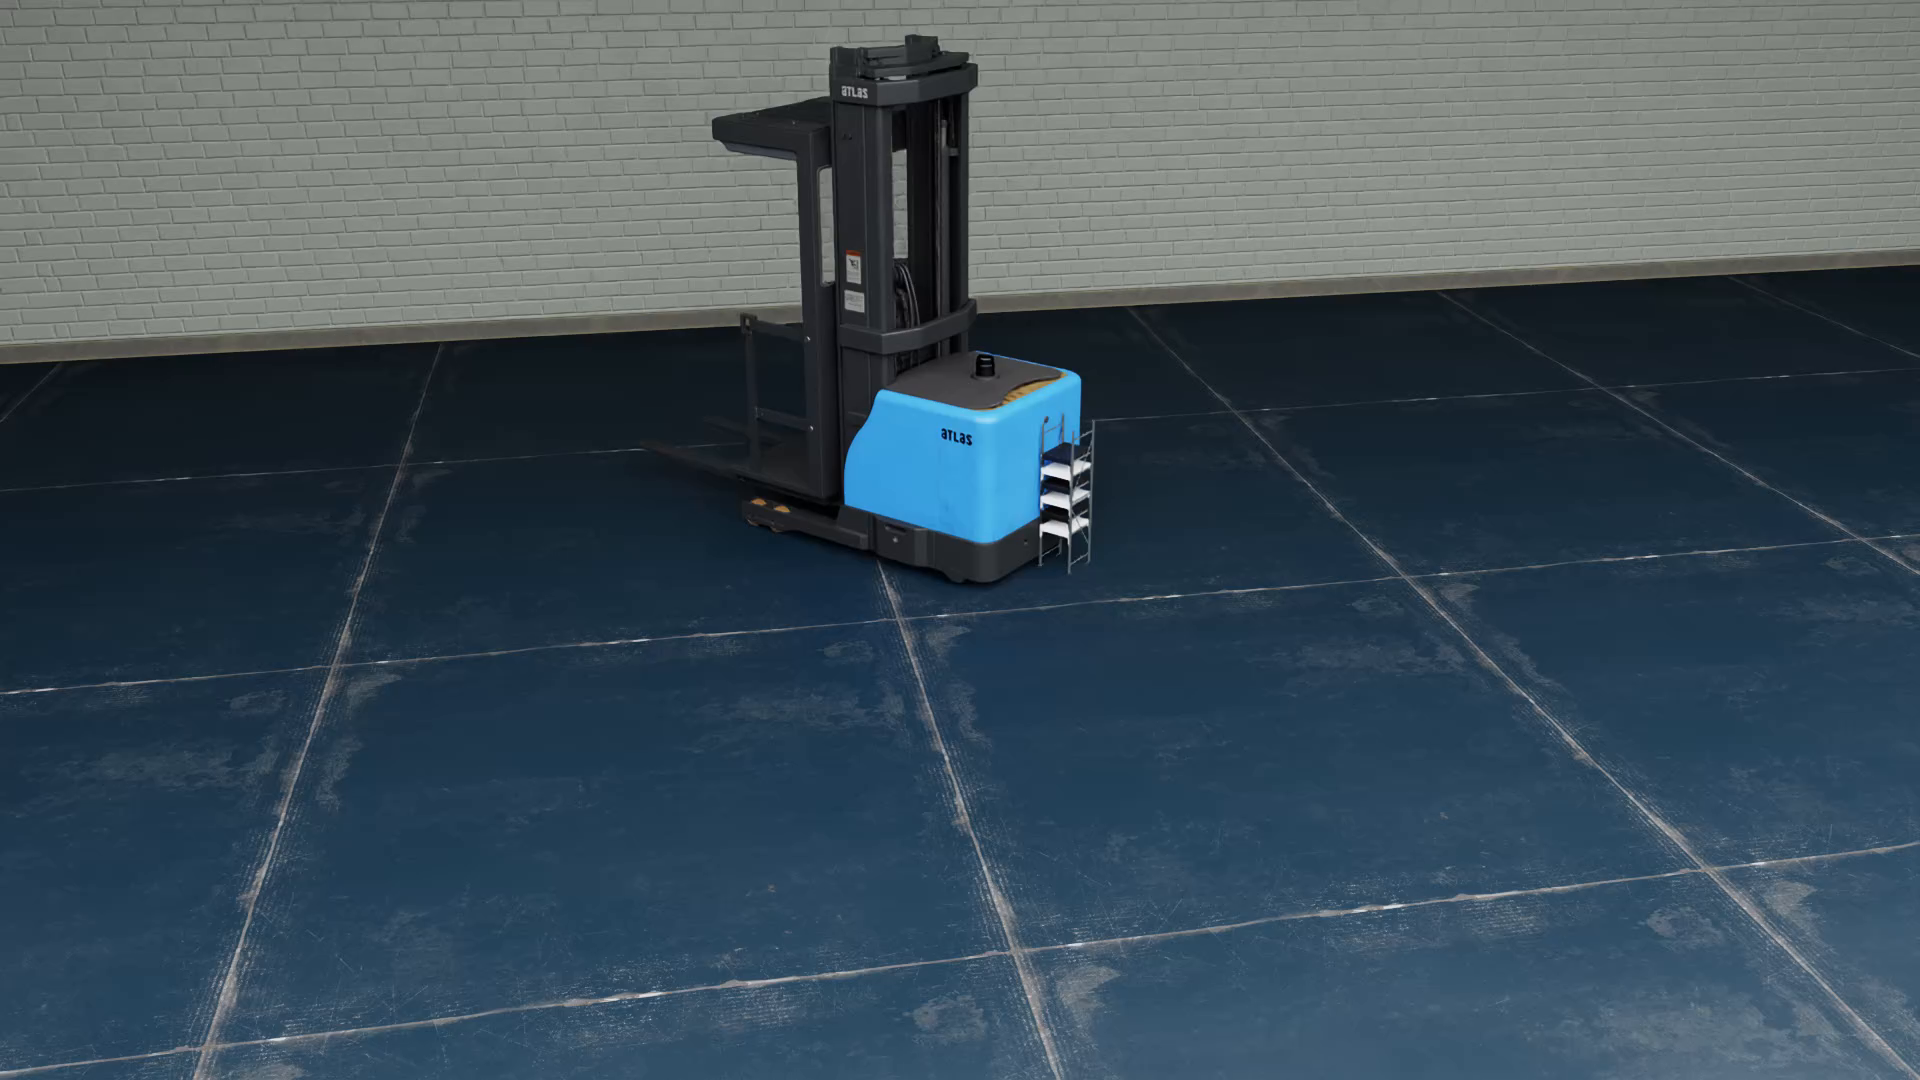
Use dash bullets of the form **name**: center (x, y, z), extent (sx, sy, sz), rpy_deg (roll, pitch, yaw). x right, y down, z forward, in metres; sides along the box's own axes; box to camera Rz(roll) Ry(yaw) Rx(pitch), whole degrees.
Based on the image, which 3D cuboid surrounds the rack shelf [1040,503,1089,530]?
- **rack shelf**: center (0.624, -0.154, 9.787), extent (0.200, 0.077, 0.258), rpy_deg (16, 28, 32)

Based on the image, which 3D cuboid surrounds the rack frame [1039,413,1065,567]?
- **rack frame**: center (0.541, -0.291, 9.792), extent (0.006, 0.900, 0.240), rpy_deg (16, 28, 32)

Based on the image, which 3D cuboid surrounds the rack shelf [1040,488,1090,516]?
- **rack shelf**: center (0.624, -0.237, 9.751), extent (0.200, 0.077, 0.258), rpy_deg (16, 28, 32)

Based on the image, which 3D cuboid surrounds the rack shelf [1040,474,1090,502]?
- **rack shelf**: center (0.624, -0.319, 9.715), extent (0.200, 0.077, 0.258), rpy_deg (16, 28, 32)

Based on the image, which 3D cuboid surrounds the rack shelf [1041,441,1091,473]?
- **rack shelf**: center (0.624, -0.484, 9.643), extent (0.200, 0.077, 0.258), rpy_deg (16, 28, 32)

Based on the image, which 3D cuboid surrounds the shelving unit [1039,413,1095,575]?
- **shelving unit**: center (0.624, -0.267, 9.737), extent (0.210, 0.900, 0.258), rpy_deg (16, 28, 32)

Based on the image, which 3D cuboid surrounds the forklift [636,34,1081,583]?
- **forklift**: center (-0.758, -1.542, 10.118), extent (3.031, 2.935, 1.130), rpy_deg (16, 28, 32)

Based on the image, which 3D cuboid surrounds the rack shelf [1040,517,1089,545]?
- **rack shelf**: center (0.624, -0.072, 9.823), extent (0.200, 0.077, 0.258), rpy_deg (16, 28, 32)

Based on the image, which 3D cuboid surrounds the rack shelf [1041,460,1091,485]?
- **rack shelf**: center (0.624, -0.402, 9.679), extent (0.200, 0.077, 0.258), rpy_deg (16, 28, 32)

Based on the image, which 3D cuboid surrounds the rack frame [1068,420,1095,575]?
- **rack frame**: center (0.706, -0.243, 9.683), extent (0.006, 0.900, 0.240), rpy_deg (16, 28, 32)
